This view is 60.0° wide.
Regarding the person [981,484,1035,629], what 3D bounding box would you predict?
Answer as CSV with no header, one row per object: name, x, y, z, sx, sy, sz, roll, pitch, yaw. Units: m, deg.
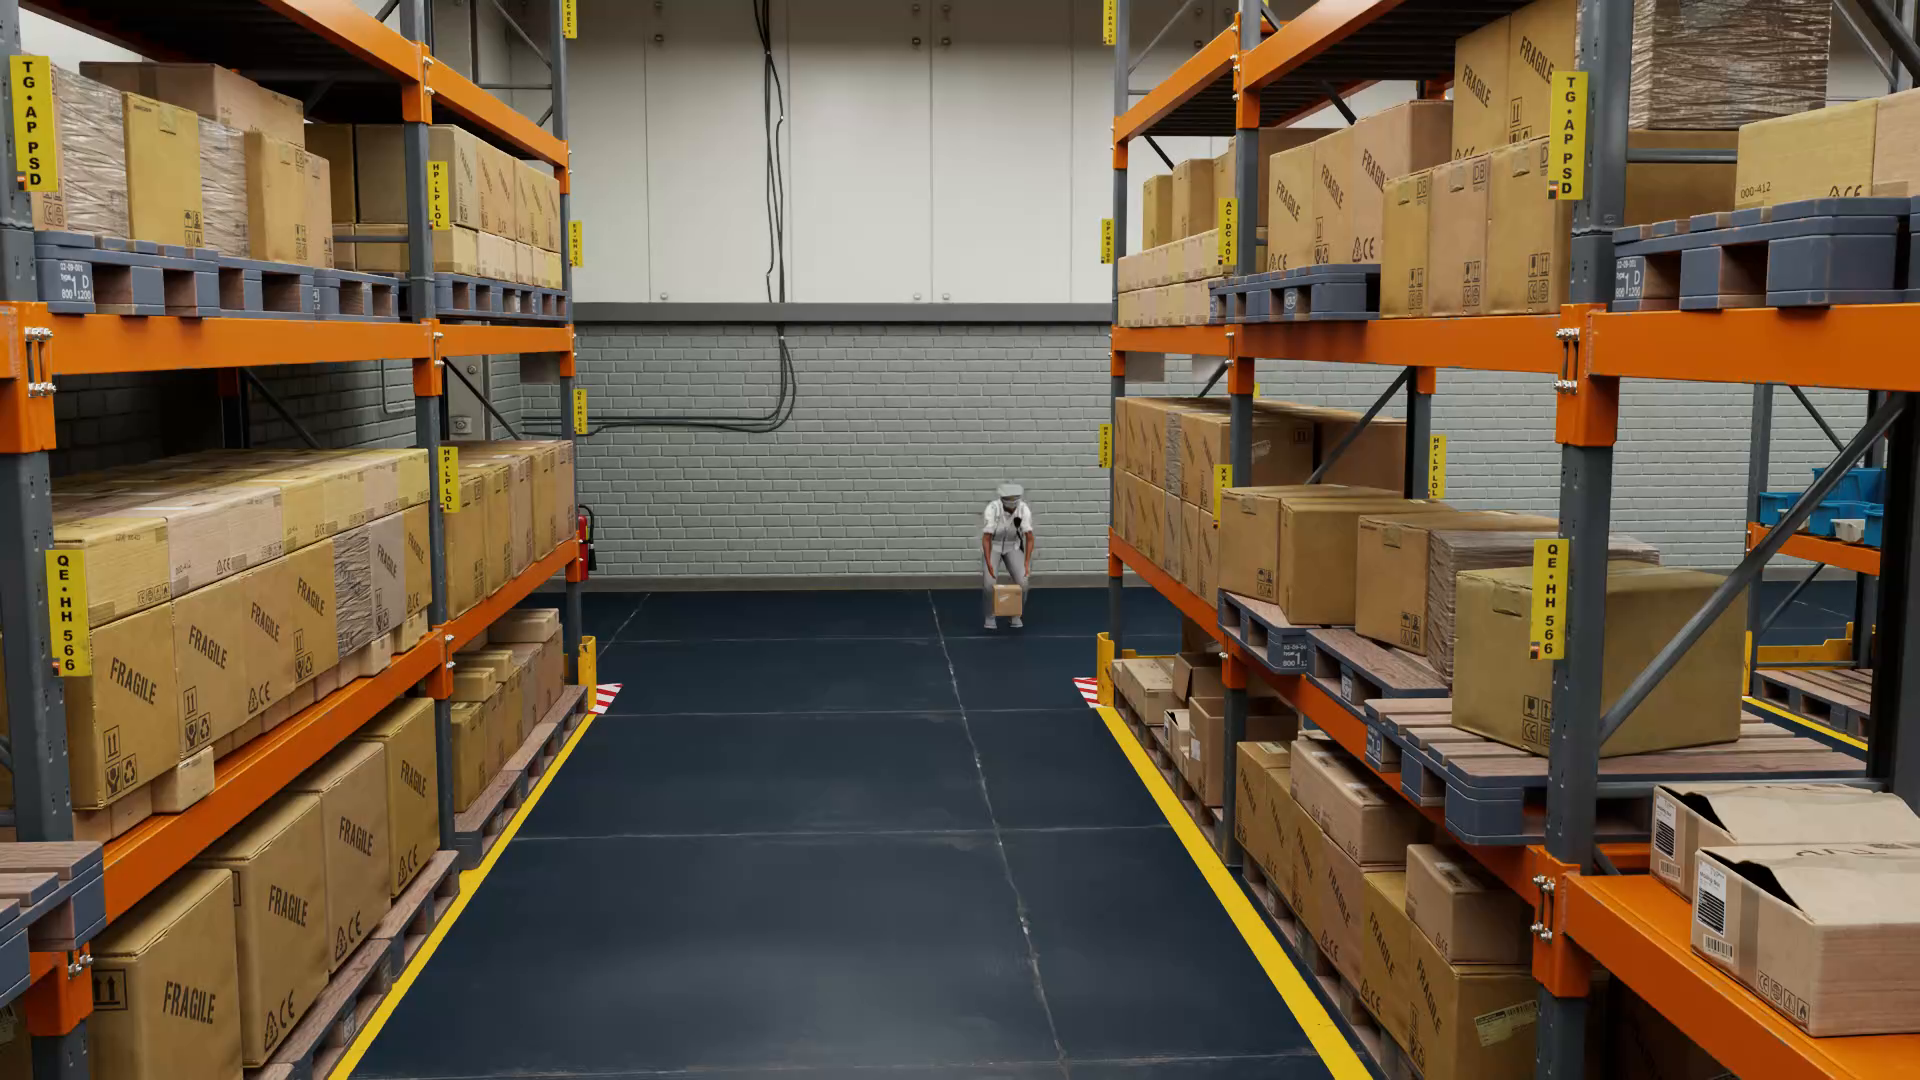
person,0.451,0.146,15.736,0.496,1.388,0.707,0,7,-3
